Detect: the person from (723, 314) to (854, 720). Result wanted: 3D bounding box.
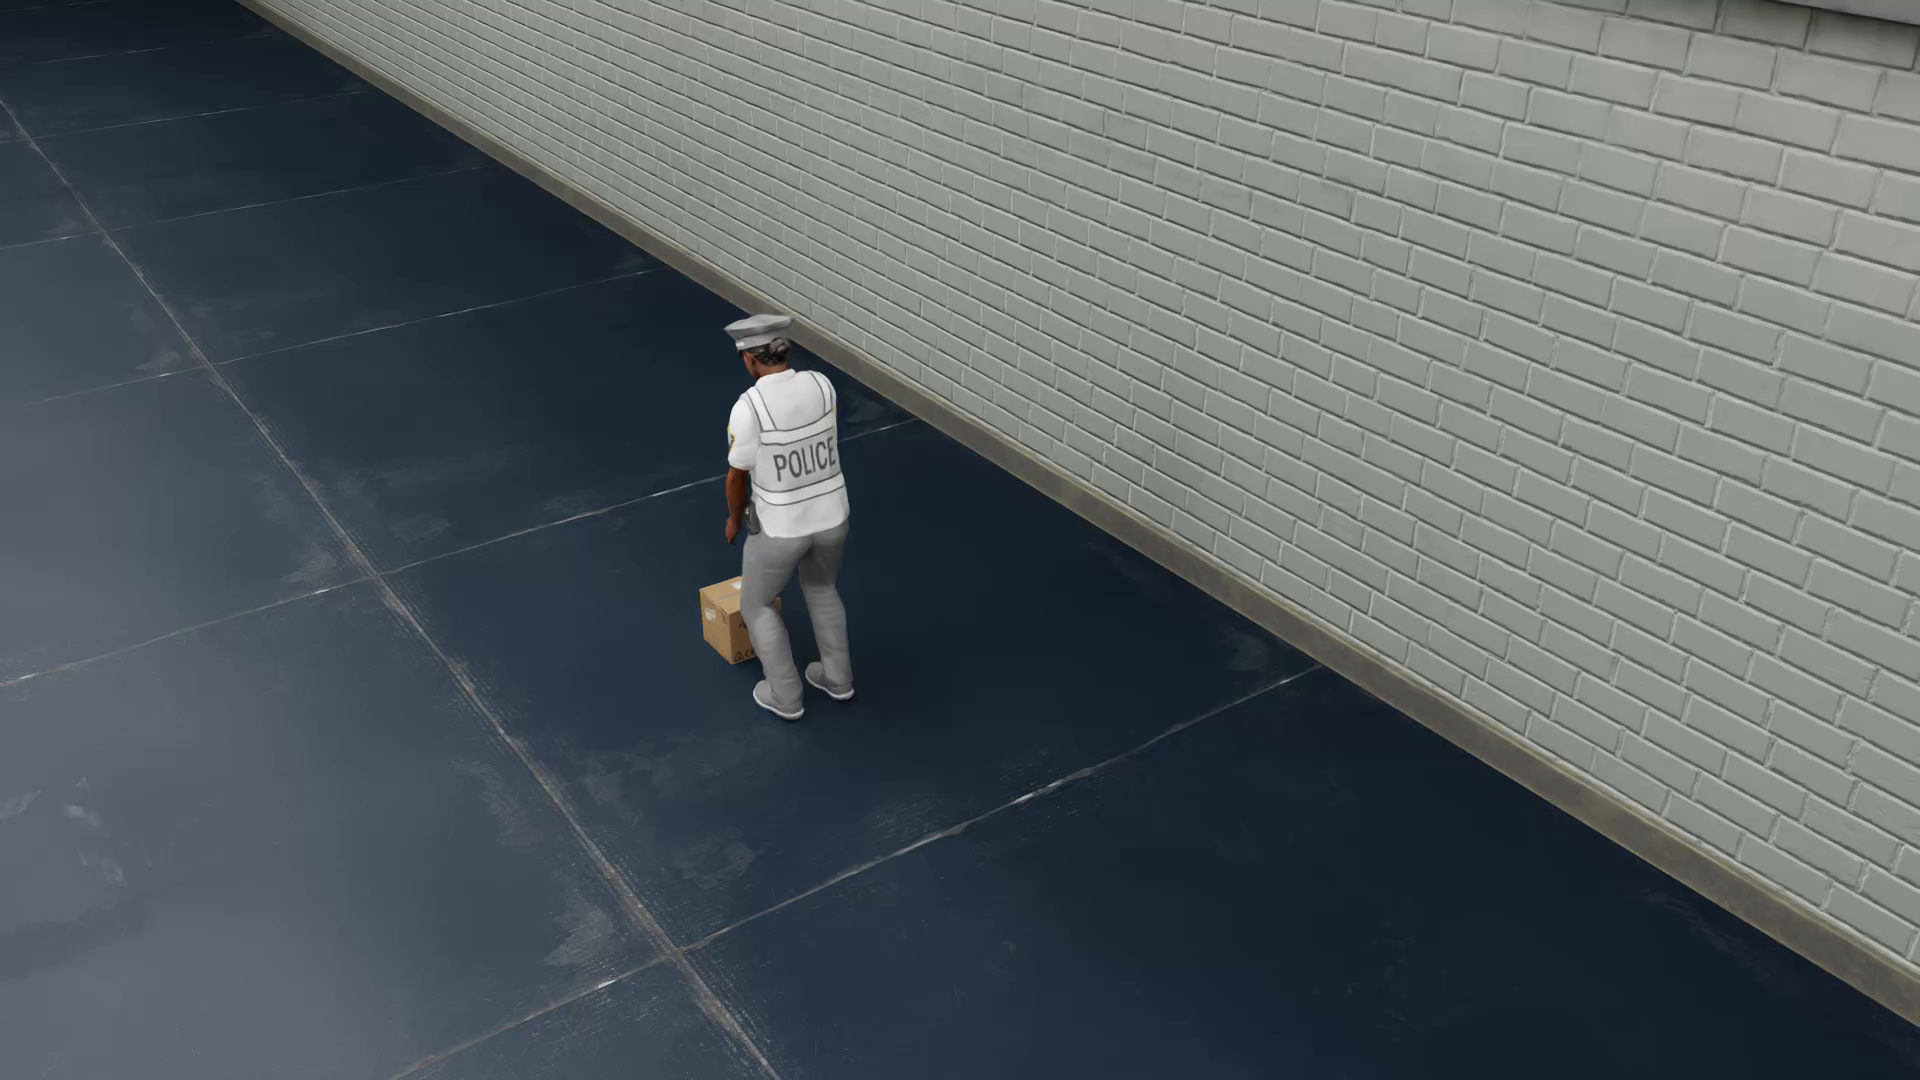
[{"bbox_3d":[-0.666,-0.071,6.318,0.461,1.615,0.460,-18,33,-29],"label":"person"}]
